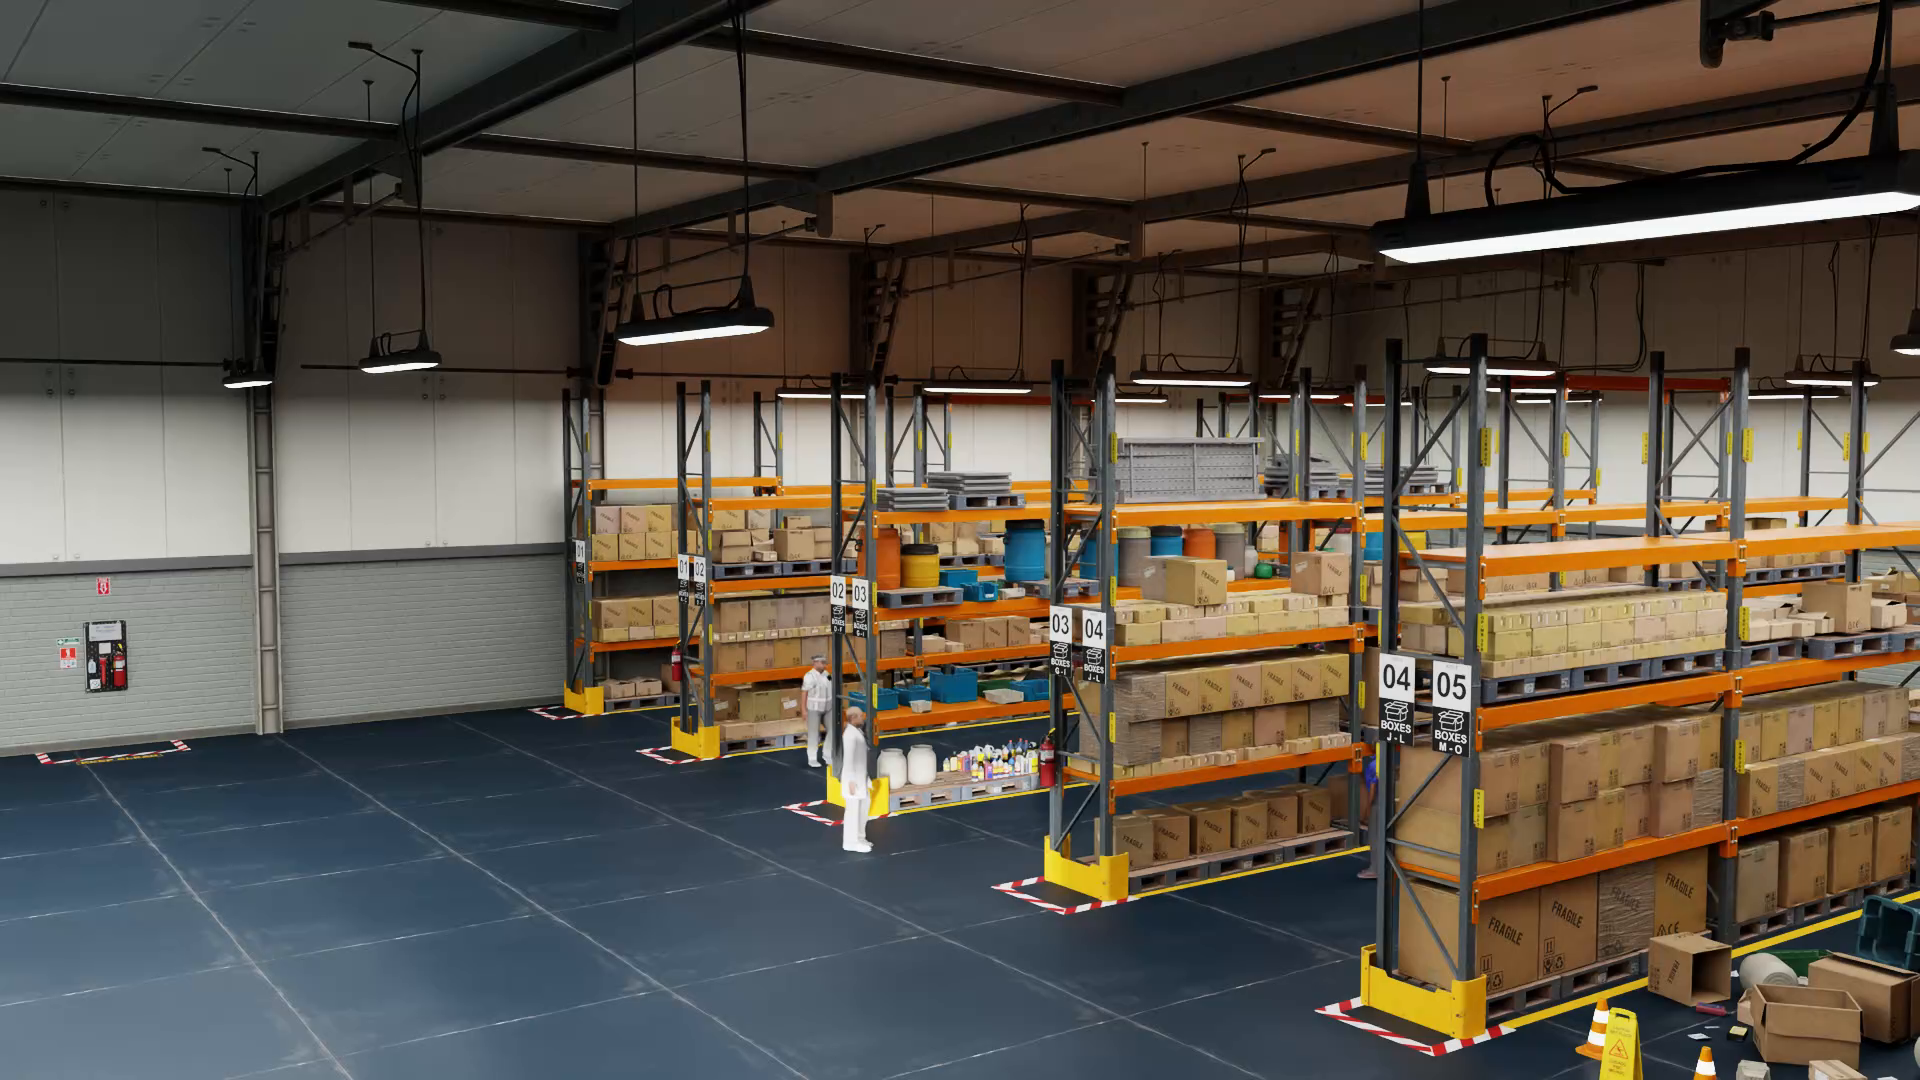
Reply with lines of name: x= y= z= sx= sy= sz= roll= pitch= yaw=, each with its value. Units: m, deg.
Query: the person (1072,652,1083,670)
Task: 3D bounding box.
person: x=2.385 y=2.132 z=33.417 sx=1.030 sy=1.723 sz=0.610 roll=-3 pitch=5 yaw=-36

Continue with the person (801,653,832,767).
person: x=-2.228 y=2.649 z=25.842 sx=0.400 sy=1.797 sz=0.642 roll=4 pitch=5 yaw=45

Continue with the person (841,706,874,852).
person: x=-1.275 y=2.975 z=20.601 sx=0.377 sy=1.826 sz=0.654 roll=0 pitch=4 yaw=4

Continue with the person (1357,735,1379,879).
person: x=4.844 y=3.100 z=19.389 sx=0.367 sy=1.648 sz=0.446 roll=1 pitch=4 yaw=19
